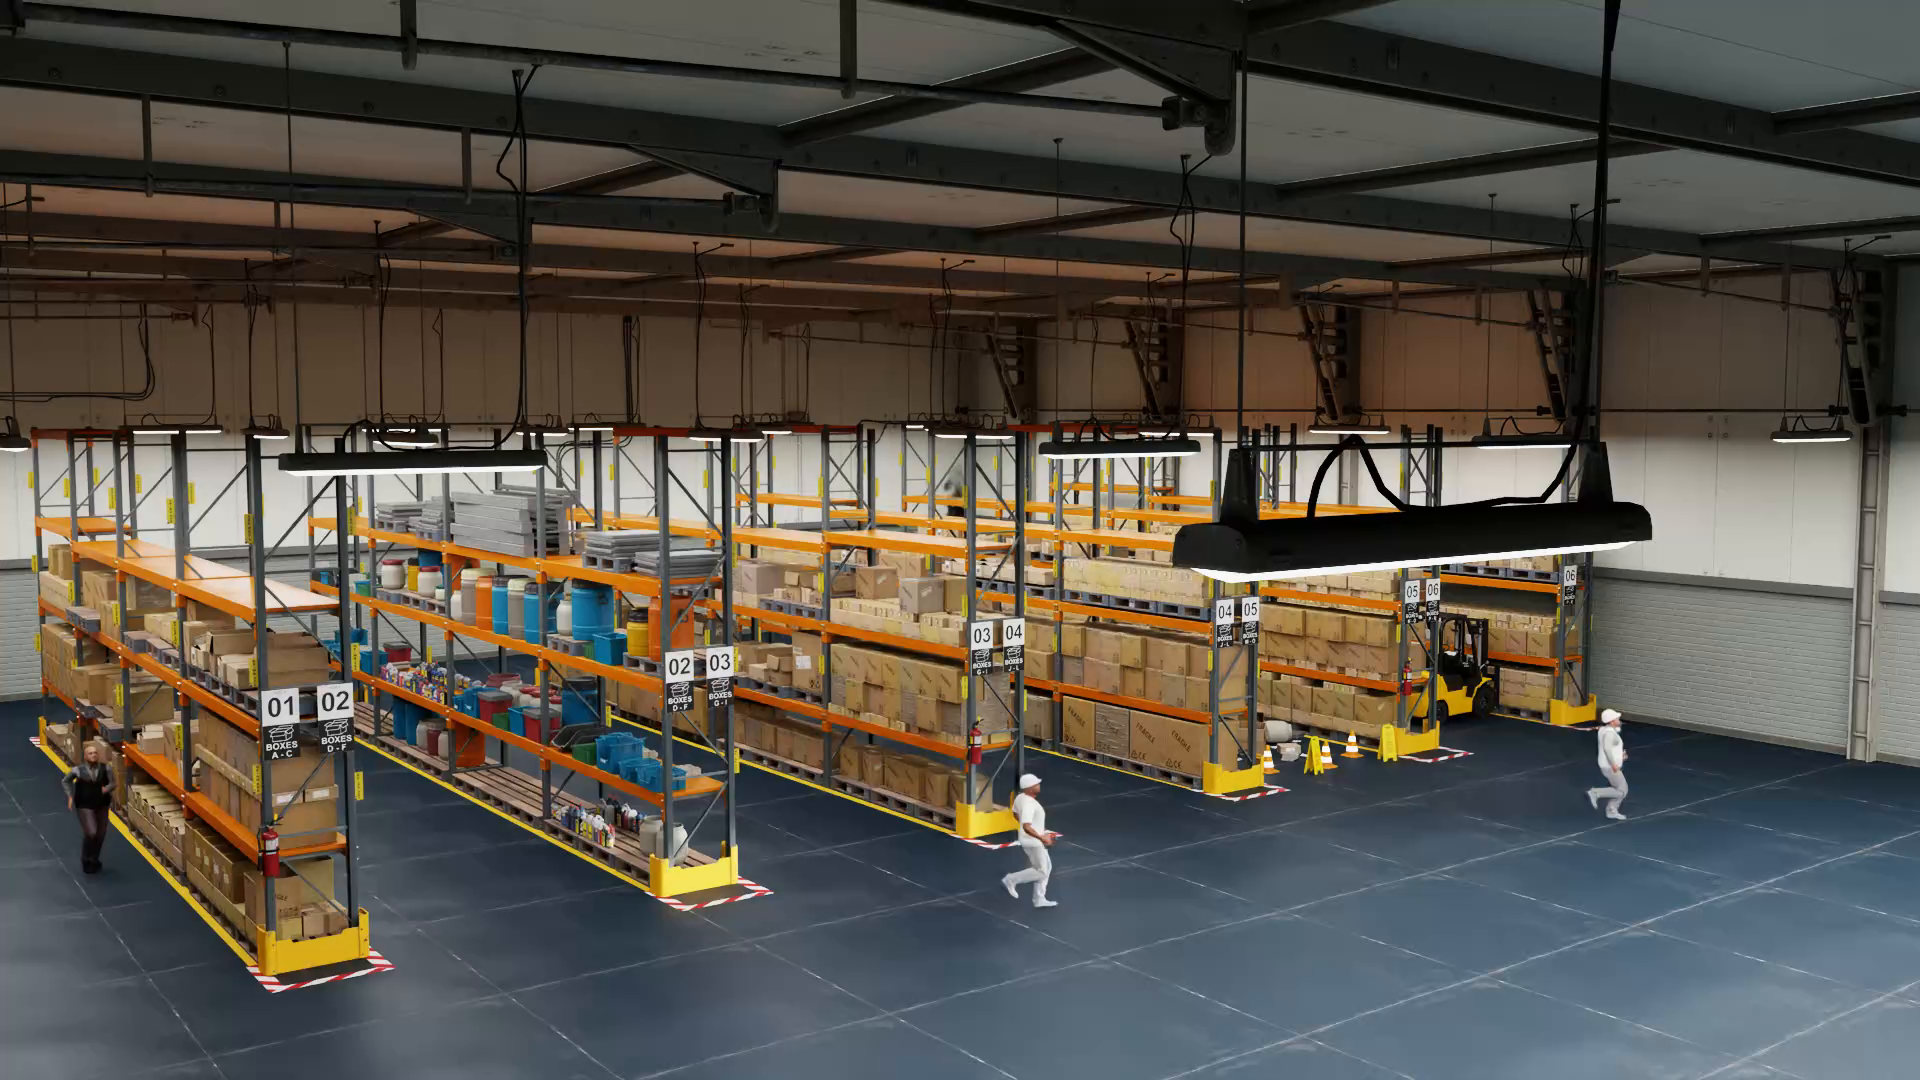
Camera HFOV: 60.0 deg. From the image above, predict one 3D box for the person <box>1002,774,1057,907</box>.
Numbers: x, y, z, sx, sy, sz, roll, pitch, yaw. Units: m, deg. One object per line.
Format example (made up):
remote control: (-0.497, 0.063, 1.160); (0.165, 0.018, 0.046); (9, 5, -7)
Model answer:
person: (0.880, 3.819, 21.128); (0.724, 1.719, 0.714); (0, 5, -6)

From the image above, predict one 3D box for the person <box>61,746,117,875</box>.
person: (-11.861, 3.693, 22.747); (0.721, 1.744, 0.624); (4, 6, 44)

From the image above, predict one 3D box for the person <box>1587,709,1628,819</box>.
person: (10.014, 3.463, 25.695); (0.627, 1.706, 0.662); (1, 5, 12)
